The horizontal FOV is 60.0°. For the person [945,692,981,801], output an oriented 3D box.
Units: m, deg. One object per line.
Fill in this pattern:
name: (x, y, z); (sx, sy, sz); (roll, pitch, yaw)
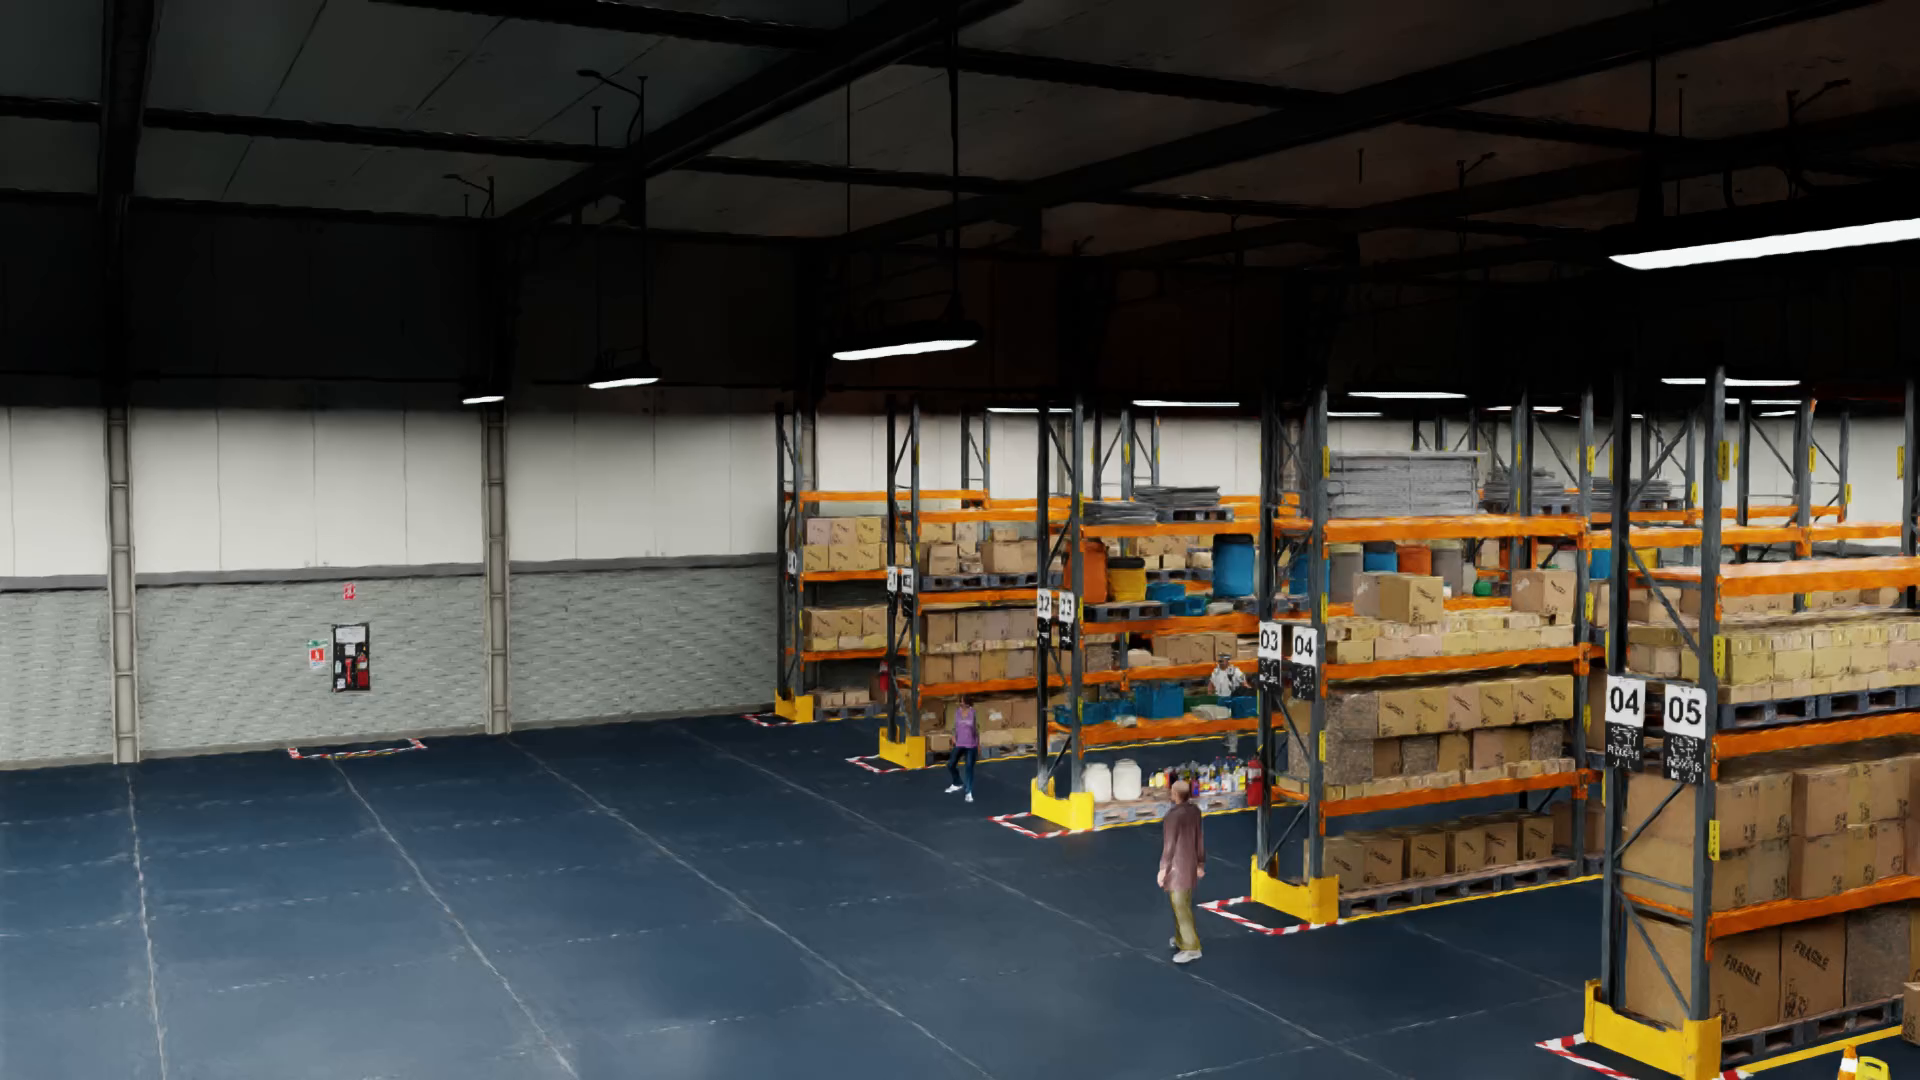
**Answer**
person: (0.023, 2.996, 24.276); (0.587, 1.588, 0.469); (1, 3, 19)

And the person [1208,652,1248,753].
person: (4.574, 2.716, 28.200); (0.863, 1.686, 0.700); (-3, 5, -44)

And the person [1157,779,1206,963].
person: (2.254, 3.329, 16.857); (0.523, 1.776, 0.781); (2, 4, 32)
